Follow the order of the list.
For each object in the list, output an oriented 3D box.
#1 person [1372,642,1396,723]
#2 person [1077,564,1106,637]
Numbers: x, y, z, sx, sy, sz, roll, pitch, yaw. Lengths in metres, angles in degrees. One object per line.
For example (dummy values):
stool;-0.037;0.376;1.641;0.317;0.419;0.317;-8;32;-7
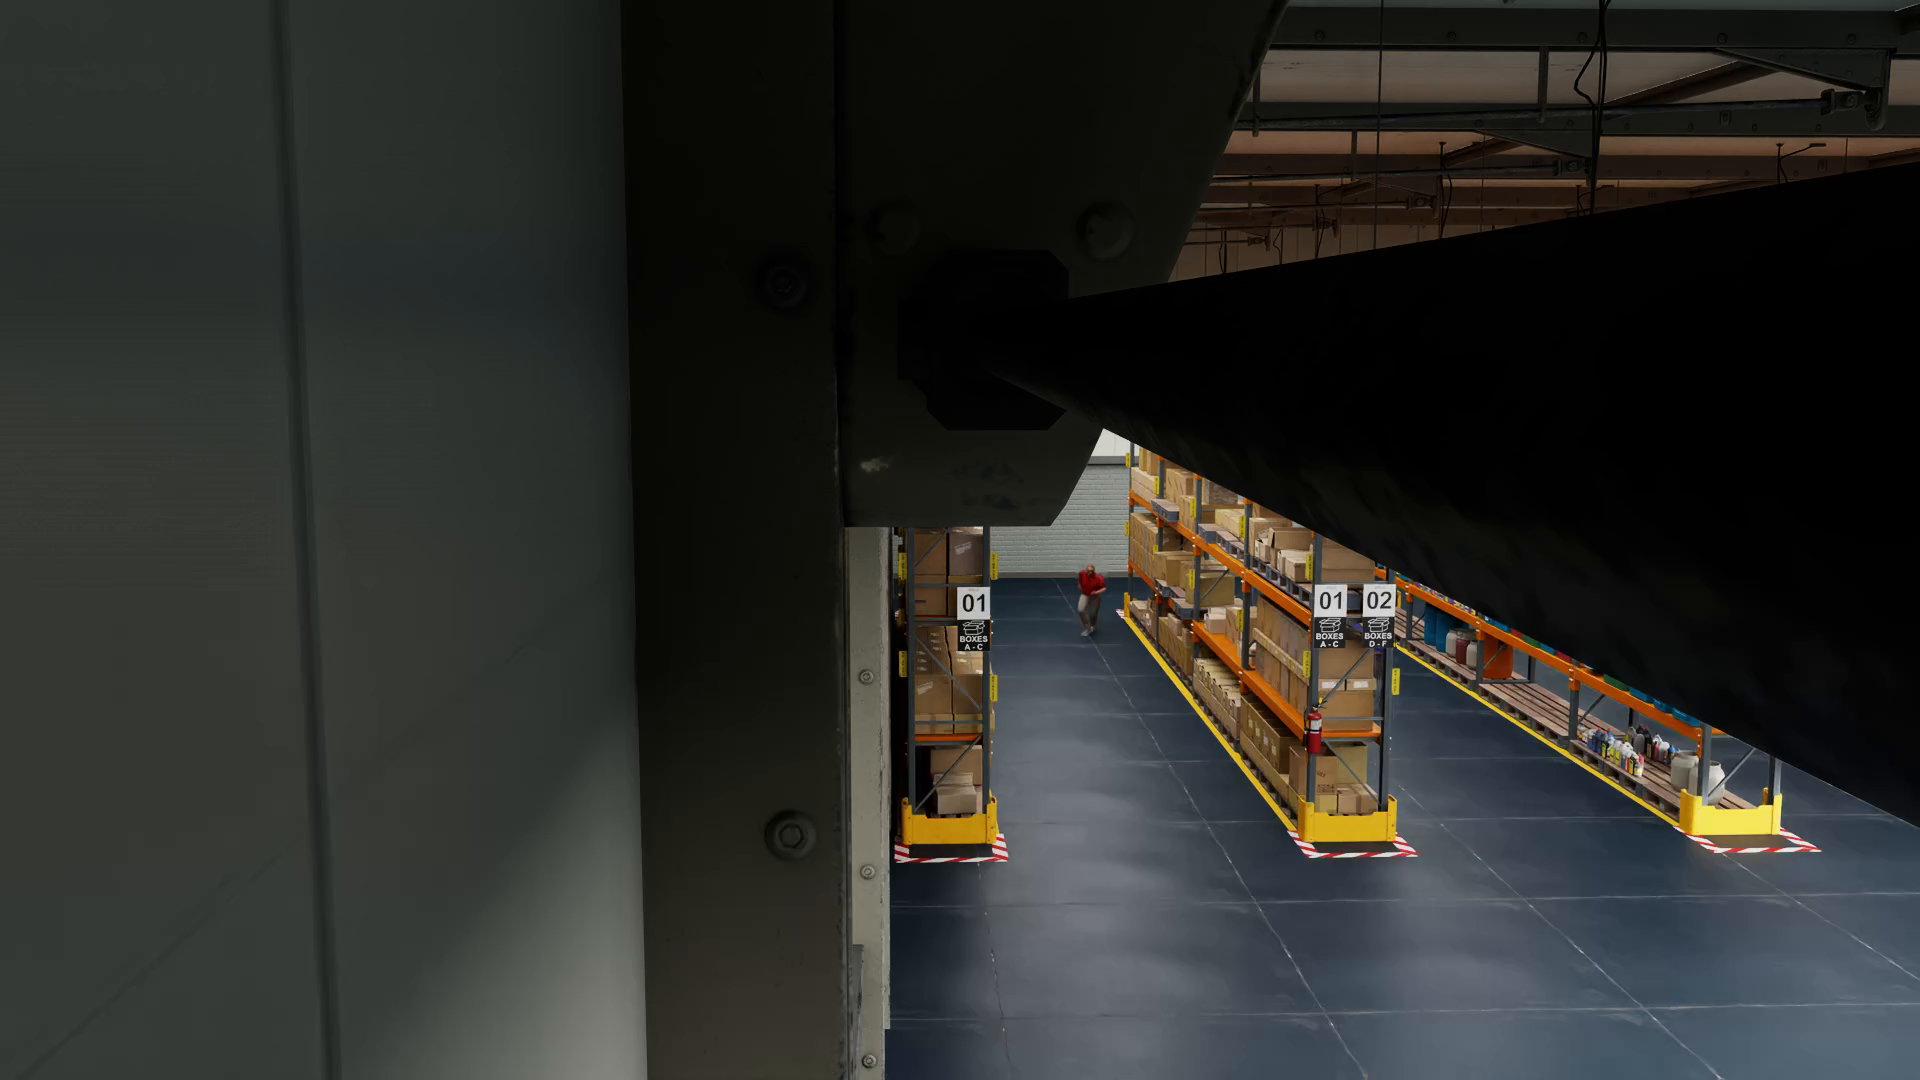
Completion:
person;6.837;2.070;26.923;0.561;1.715;0.831;-1;7;-11
person;2.698;1.189;34.069;0.681;1.515;1.142;2;8;15
